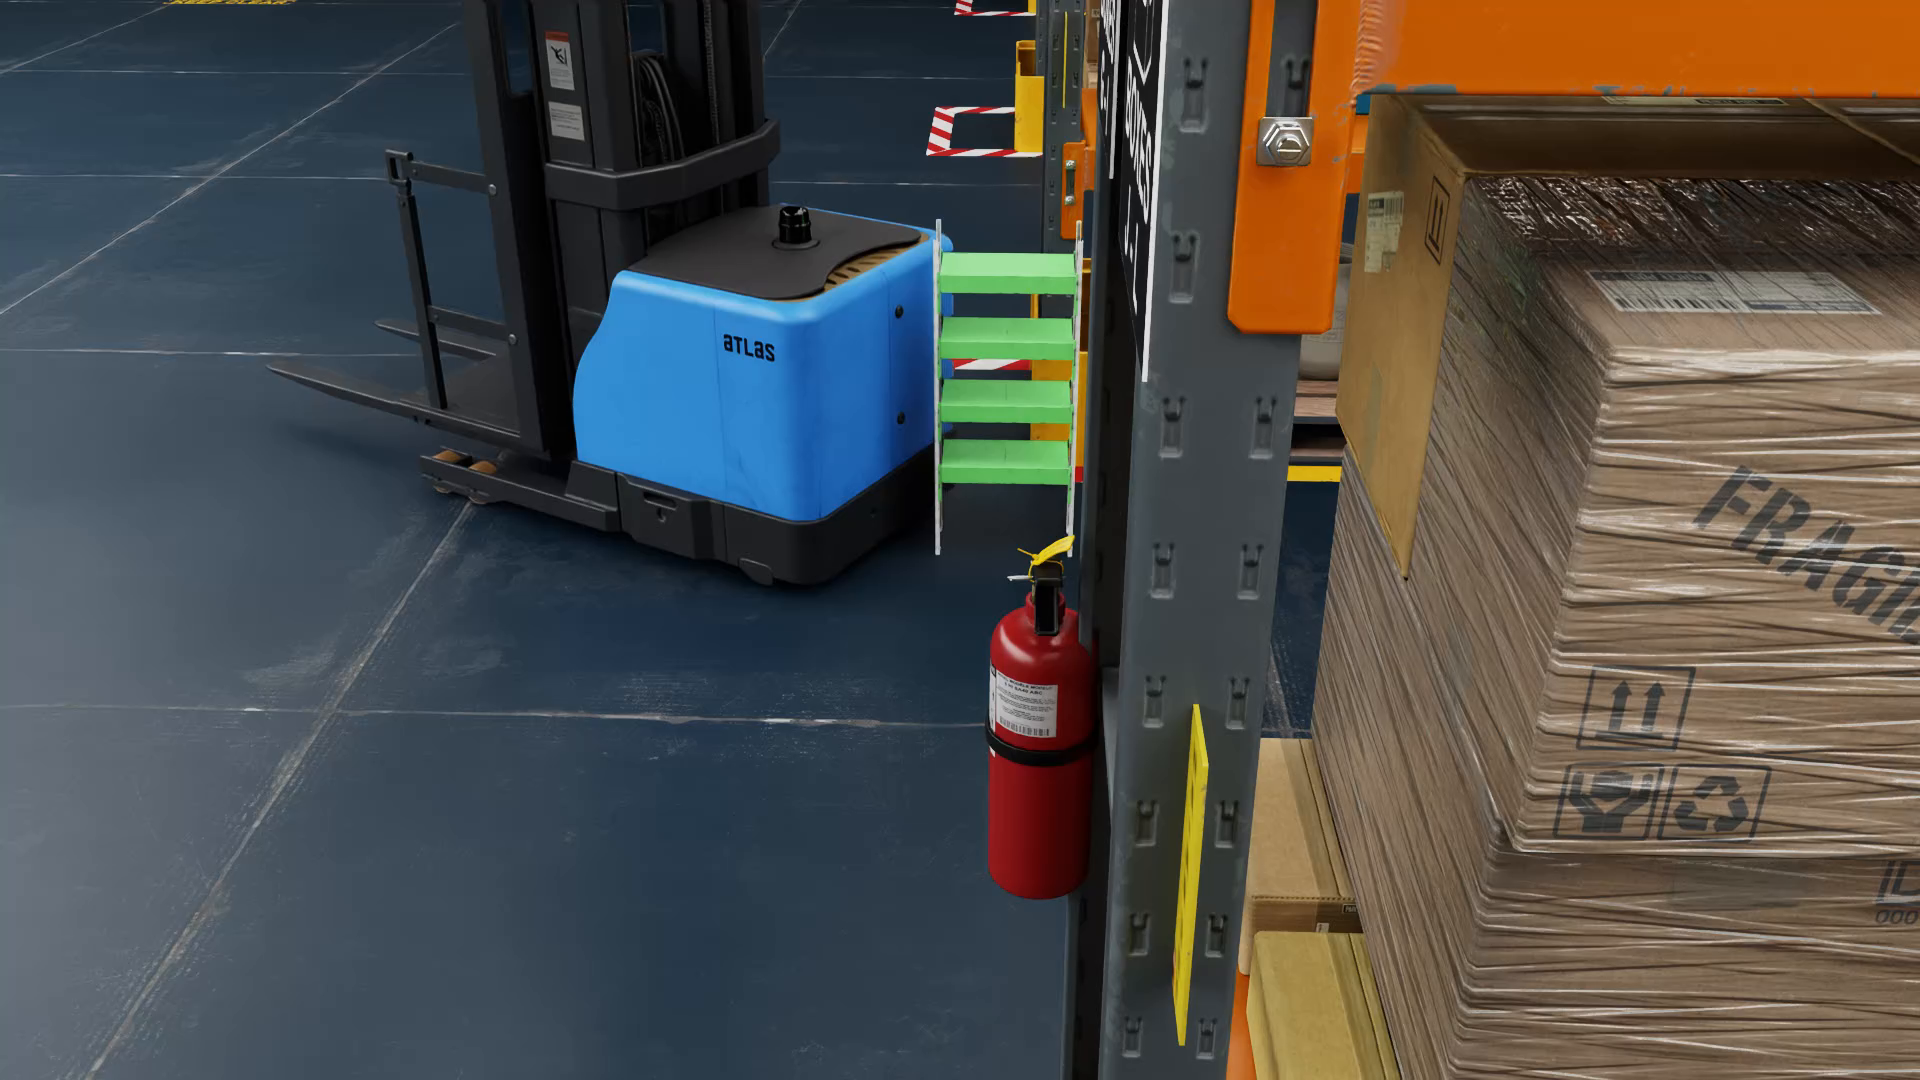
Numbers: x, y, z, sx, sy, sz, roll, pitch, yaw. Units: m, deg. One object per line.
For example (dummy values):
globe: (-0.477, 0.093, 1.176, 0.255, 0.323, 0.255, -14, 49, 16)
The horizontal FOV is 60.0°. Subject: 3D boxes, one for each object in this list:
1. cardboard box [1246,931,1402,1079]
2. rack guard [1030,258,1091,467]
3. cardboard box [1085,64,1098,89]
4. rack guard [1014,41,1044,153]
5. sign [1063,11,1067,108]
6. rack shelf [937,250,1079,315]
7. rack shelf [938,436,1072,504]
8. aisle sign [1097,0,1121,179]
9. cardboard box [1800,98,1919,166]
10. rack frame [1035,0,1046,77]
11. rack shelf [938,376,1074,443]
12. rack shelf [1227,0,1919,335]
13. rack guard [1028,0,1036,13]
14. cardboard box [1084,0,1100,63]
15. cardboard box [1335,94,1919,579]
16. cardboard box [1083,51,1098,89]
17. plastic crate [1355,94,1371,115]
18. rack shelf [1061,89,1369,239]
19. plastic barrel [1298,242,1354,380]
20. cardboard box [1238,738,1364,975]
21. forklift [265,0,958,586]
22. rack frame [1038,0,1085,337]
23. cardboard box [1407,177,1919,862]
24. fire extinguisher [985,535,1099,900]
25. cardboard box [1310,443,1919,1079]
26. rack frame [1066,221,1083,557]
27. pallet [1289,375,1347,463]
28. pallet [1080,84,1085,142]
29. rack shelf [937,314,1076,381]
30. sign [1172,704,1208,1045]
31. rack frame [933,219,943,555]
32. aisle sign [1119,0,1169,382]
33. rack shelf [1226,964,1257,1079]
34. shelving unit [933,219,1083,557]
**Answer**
cardboard box: (0.506, 0.667, 2.056, 0.250, 0.149, 0.380, 1, 28, 2)
rack guard: (0.482, -0.795, 7.215, 0.348, 0.500, 1.175, 1, 28, 2)
cardboard box: (1.111, -3.054, 11.296, 0.500, 0.250, 0.500, 1, 28, 2)
rack guard: (0.559, -3.093, 11.550, 0.348, 0.500, 1.175, 1, 28, 2)
sign: (0.381, -1.743, 6.040, 0.005, 0.325, 0.100, 1, 28, 2)
rack shelf: (0.165, -0.895, 5.769, 0.480, 0.148, 0.258, 1, 28, 2)
rack shelf: (0.165, -0.259, 6.106, 0.480, 0.148, 0.258, 1, 28, 2)
aisle sign: (0.179, -0.850, 1.875, 0.004, 0.787, 0.394, 1, 28, 2)
cardboard box: (1.288, -0.278, 2.080, 0.500, 0.500, 0.500, 1, 28, 2)
rack frame: (0.583, -4.197, 10.964, 0.127, 3.000, 1.000, 1, 28, 2)
rack shelf: (0.165, -0.471, 5.994, 0.480, 0.148, 0.258, 1, 28, 2)
rack shelf: (2.229, -0.534, 1.621, 4.000, 0.370, 1.077, 1, 28, 2)
rack guard: (0.830, -5.410, 15.921, 0.348, 0.500, 1.175, 1, 28, 2)
cardboard box: (1.130, -3.629, 11.580, 0.500, 0.500, 0.500, 1, 28, 2)
cardboard box: (0.788, -0.284, 2.091, 0.500, 0.500, 0.500, 1, 28, 2)
cardboard box: (1.130, -3.297, 11.754, 0.500, 0.250, 0.500, 1, 28, 2)
plastic crate: (1.564, -1.931, 6.849, 0.408, 0.251, 0.499, 1, 28, 2)
rack shelf: (2.403, -1.527, 6.697, 4.000, 0.370, 1.077, 1, 28, 2)
plastic barrel: (1.566, -0.981, 7.106, 0.421, 0.512, 0.421, 0, 28, 0)
cardboard box: (0.522, 0.459, 2.449, 0.250, 0.149, 0.380, 1, 28, 2)
forklift: (-1.541, -1.629, 6.193, 3.031, 2.935, 1.130, 15, 32, 27)
rack frame: (0.405, -1.878, 6.590, 0.127, 3.000, 1.000, 1, 28, 2)
cardboard box: (0.770, -0.041, 1.632, 0.500, 0.500, 0.500, 1, 28, 2)
fire extinguisher: (0.132, 0.257, 2.646, 0.183, 0.674, 0.296, 1, 28, 2)
cardboard box: (0.779, 0.287, 2.083, 0.500, 0.500, 0.875, 1, 28, 2)
rack frame: (0.409, -0.523, 5.956, 0.015, 1.200, 0.240, 1, 28, 2)
pallet: (1.294, -0.651, 7.253, 1.213, 0.211, 1.003, 1, 28, 2)
pallet: (1.349, -2.972, 11.630, 1.213, 0.211, 1.003, 1, 28, 2)
rack shelf: (0.165, -0.683, 5.881, 0.480, 0.148, 0.258, 1, 28, 2)
sign: (0.211, 0.312, 1.535, 0.005, 0.325, 0.100, 1, 28, 2)
rack frame: (-0.078, -0.531, 5.971, 0.015, 1.200, 0.240, 1, 28, 2)
aisle sign: (0.157, -0.569, 1.345, 0.004, 0.787, 0.394, 1, 28, 2)
rack shelf: (2.229, 0.791, 2.323, 4.000, 0.370, 1.077, 1, 28, 2)
shelving unit: (0.165, -0.527, 5.964, 0.503, 1.200, 0.258, 1, 28, 2)
